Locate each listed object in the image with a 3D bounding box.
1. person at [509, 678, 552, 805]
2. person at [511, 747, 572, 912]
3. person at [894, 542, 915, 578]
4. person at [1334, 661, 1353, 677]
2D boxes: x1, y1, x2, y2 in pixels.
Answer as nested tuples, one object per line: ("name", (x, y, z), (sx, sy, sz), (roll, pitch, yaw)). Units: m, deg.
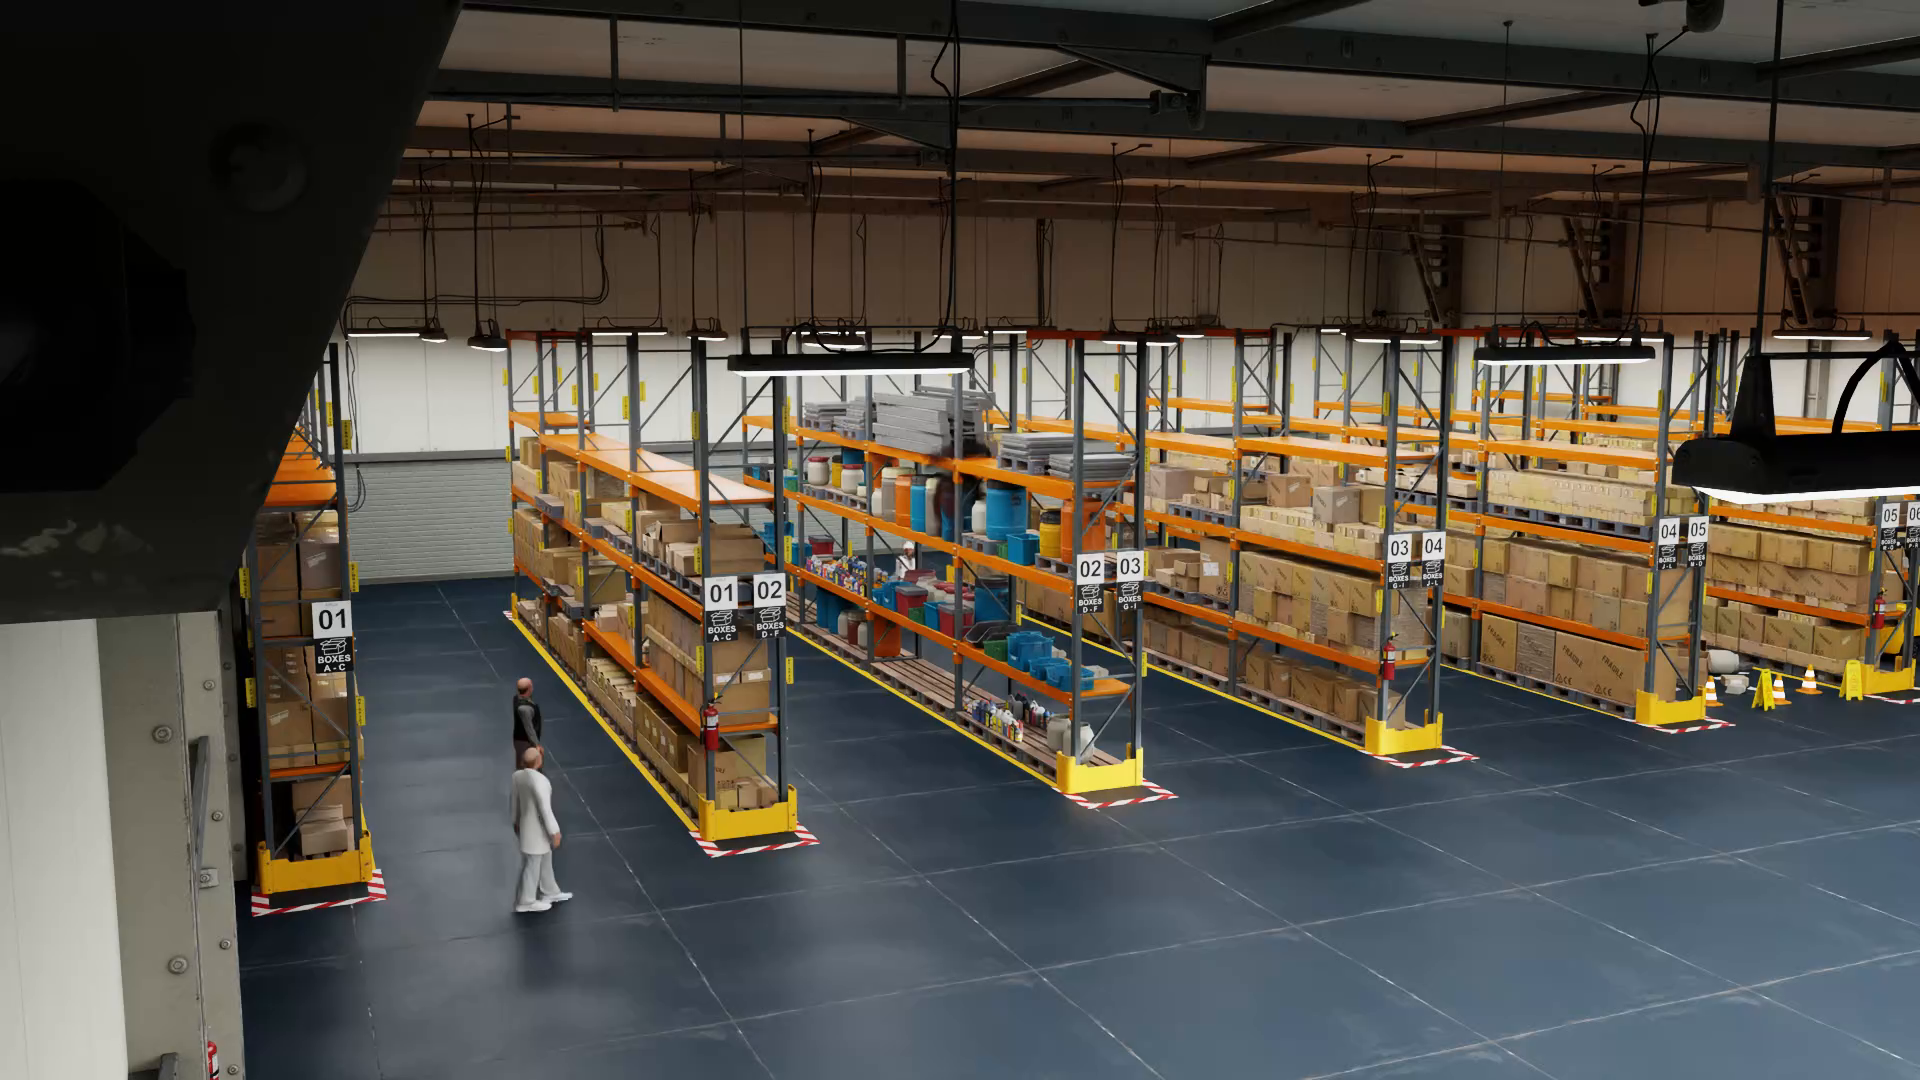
("person", (-5.544, 2.606, 21.355), (0.503, 1.755, 0.662), (-1, 8, -10))
("person", (-4.435, 3.073, 17.687), (0.641, 1.790, 0.601), (-3, 8, -23))
("person", (-1.048, 0.904, 33.547), (0.570, 1.733, 0.658), (-6, 10, -35))
("person", (6.736, 1.569, 29.196), (0.489, 1.655, 0.580), (5, 9, 30))
